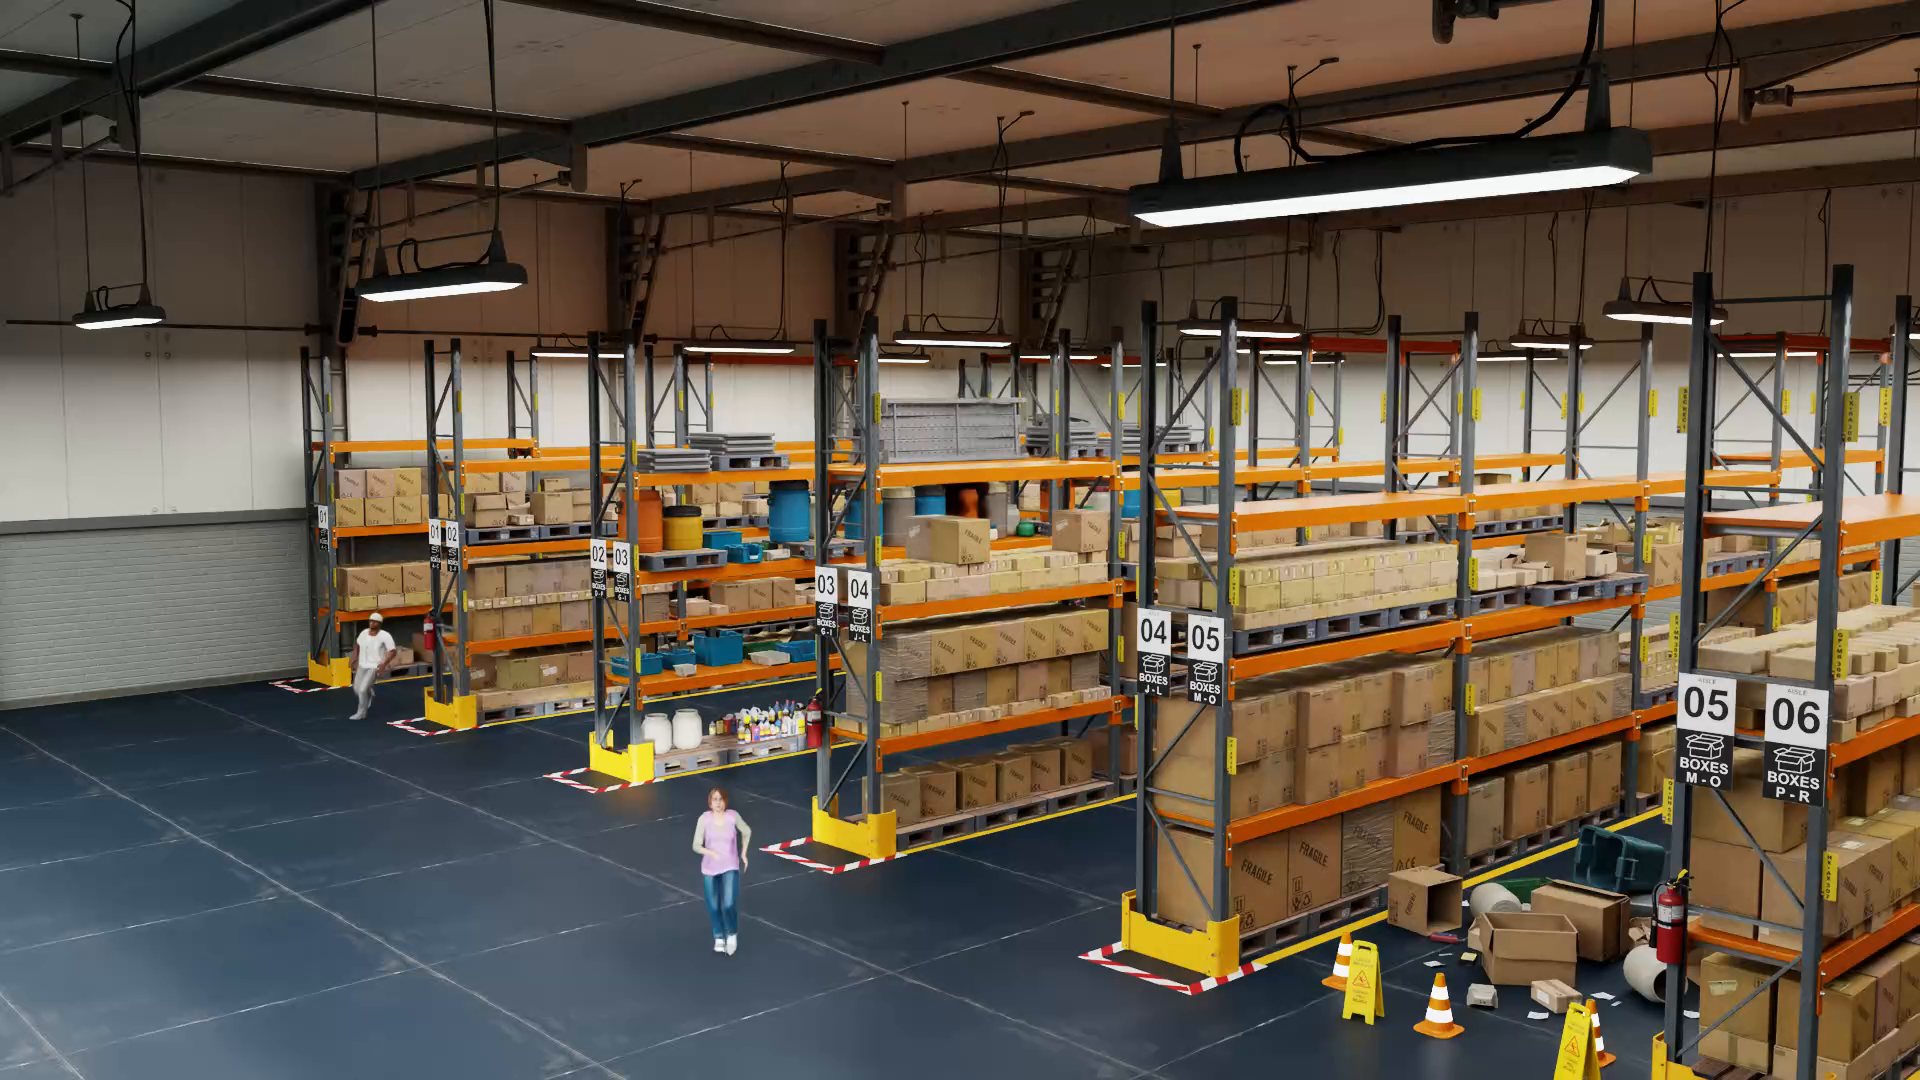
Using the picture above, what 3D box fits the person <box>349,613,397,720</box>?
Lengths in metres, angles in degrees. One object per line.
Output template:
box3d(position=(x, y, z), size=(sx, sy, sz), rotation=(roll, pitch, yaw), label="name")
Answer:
box3d(position=(-9.323, 1.998, 26.414), size=(0.741, 1.695, 0.603), rotation=(1, 5, 14), label="person")

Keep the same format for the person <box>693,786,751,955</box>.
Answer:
box3d(position=(-2.178, 3.029, 15.185), size=(0.512, 1.567, 0.630), rotation=(0, 5, -4), label="person")
